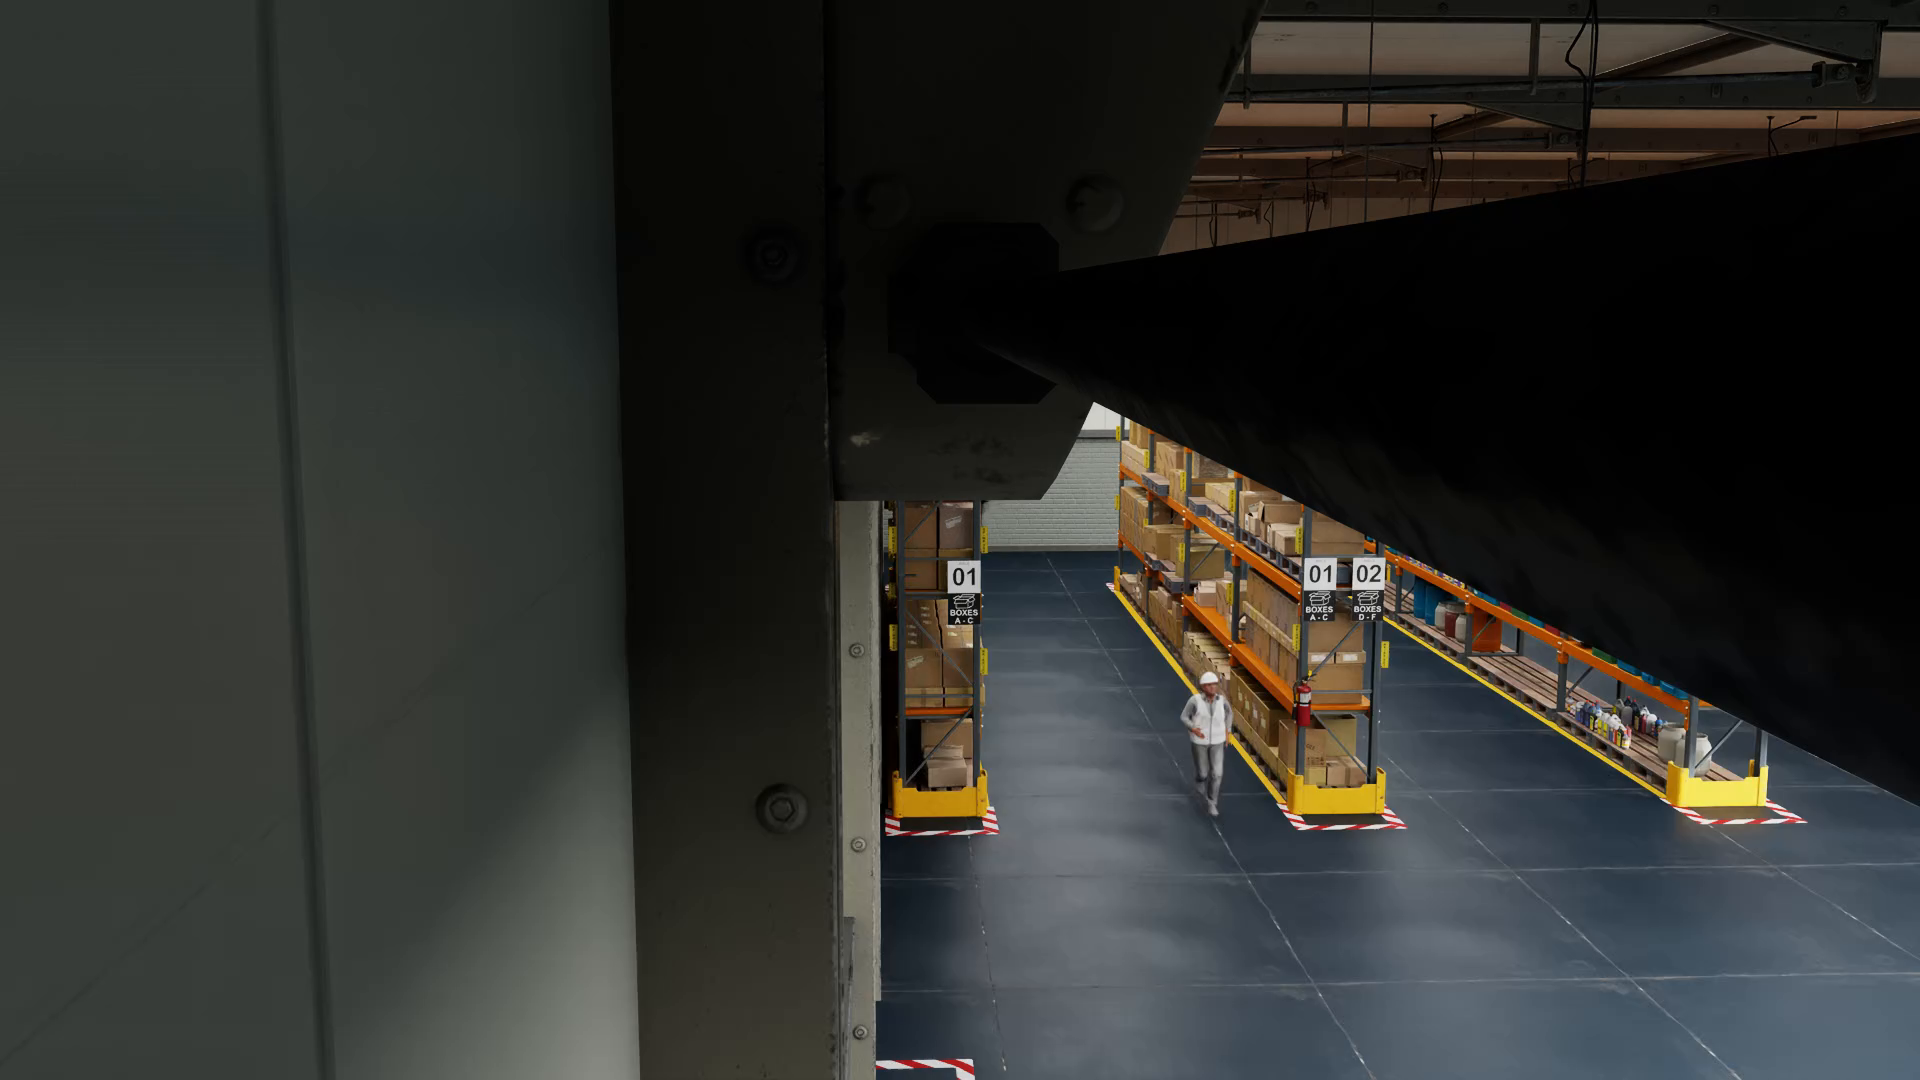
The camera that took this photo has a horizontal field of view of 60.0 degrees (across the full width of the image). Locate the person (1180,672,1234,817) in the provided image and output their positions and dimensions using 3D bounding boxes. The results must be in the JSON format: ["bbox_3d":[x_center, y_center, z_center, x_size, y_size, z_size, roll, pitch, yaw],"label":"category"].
[{"bbox_3d":[3.090,2.507,20.760,0.697,1.766,0.749,0,8,-3],"label":"person"}]
